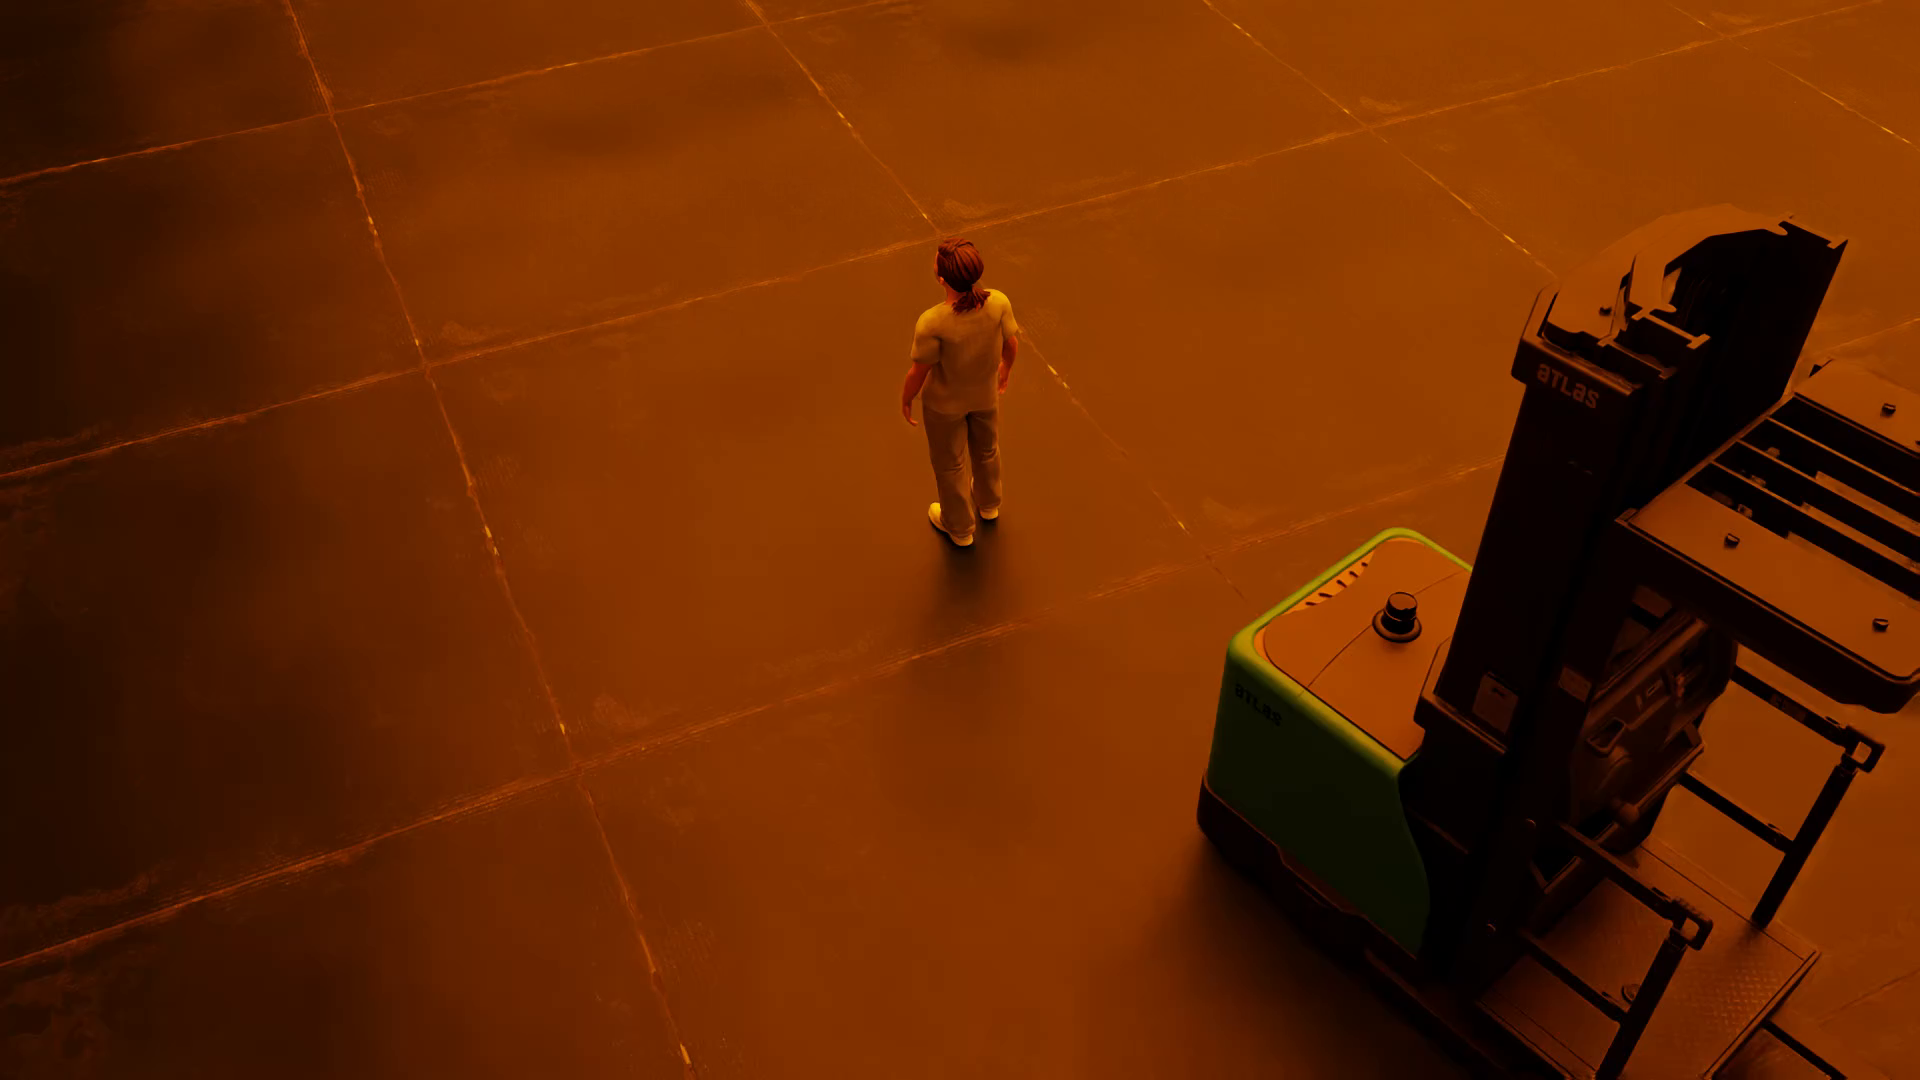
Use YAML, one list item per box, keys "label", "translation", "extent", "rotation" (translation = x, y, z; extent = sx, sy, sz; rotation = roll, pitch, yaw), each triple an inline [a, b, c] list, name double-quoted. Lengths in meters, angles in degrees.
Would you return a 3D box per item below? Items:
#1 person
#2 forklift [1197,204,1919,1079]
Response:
- label: "person"
  translation: [-0.018, -0.664, 7.308]
  extent: [0.549, 1.665, 0.549]
  rotation: [-18, 46, -18]
- label: "forklift"
  translation: [2.277, 0.615, 5.021]
  extent: [1.130, 2.935, 3.031]
  rotation: [-31, 51, -29]
